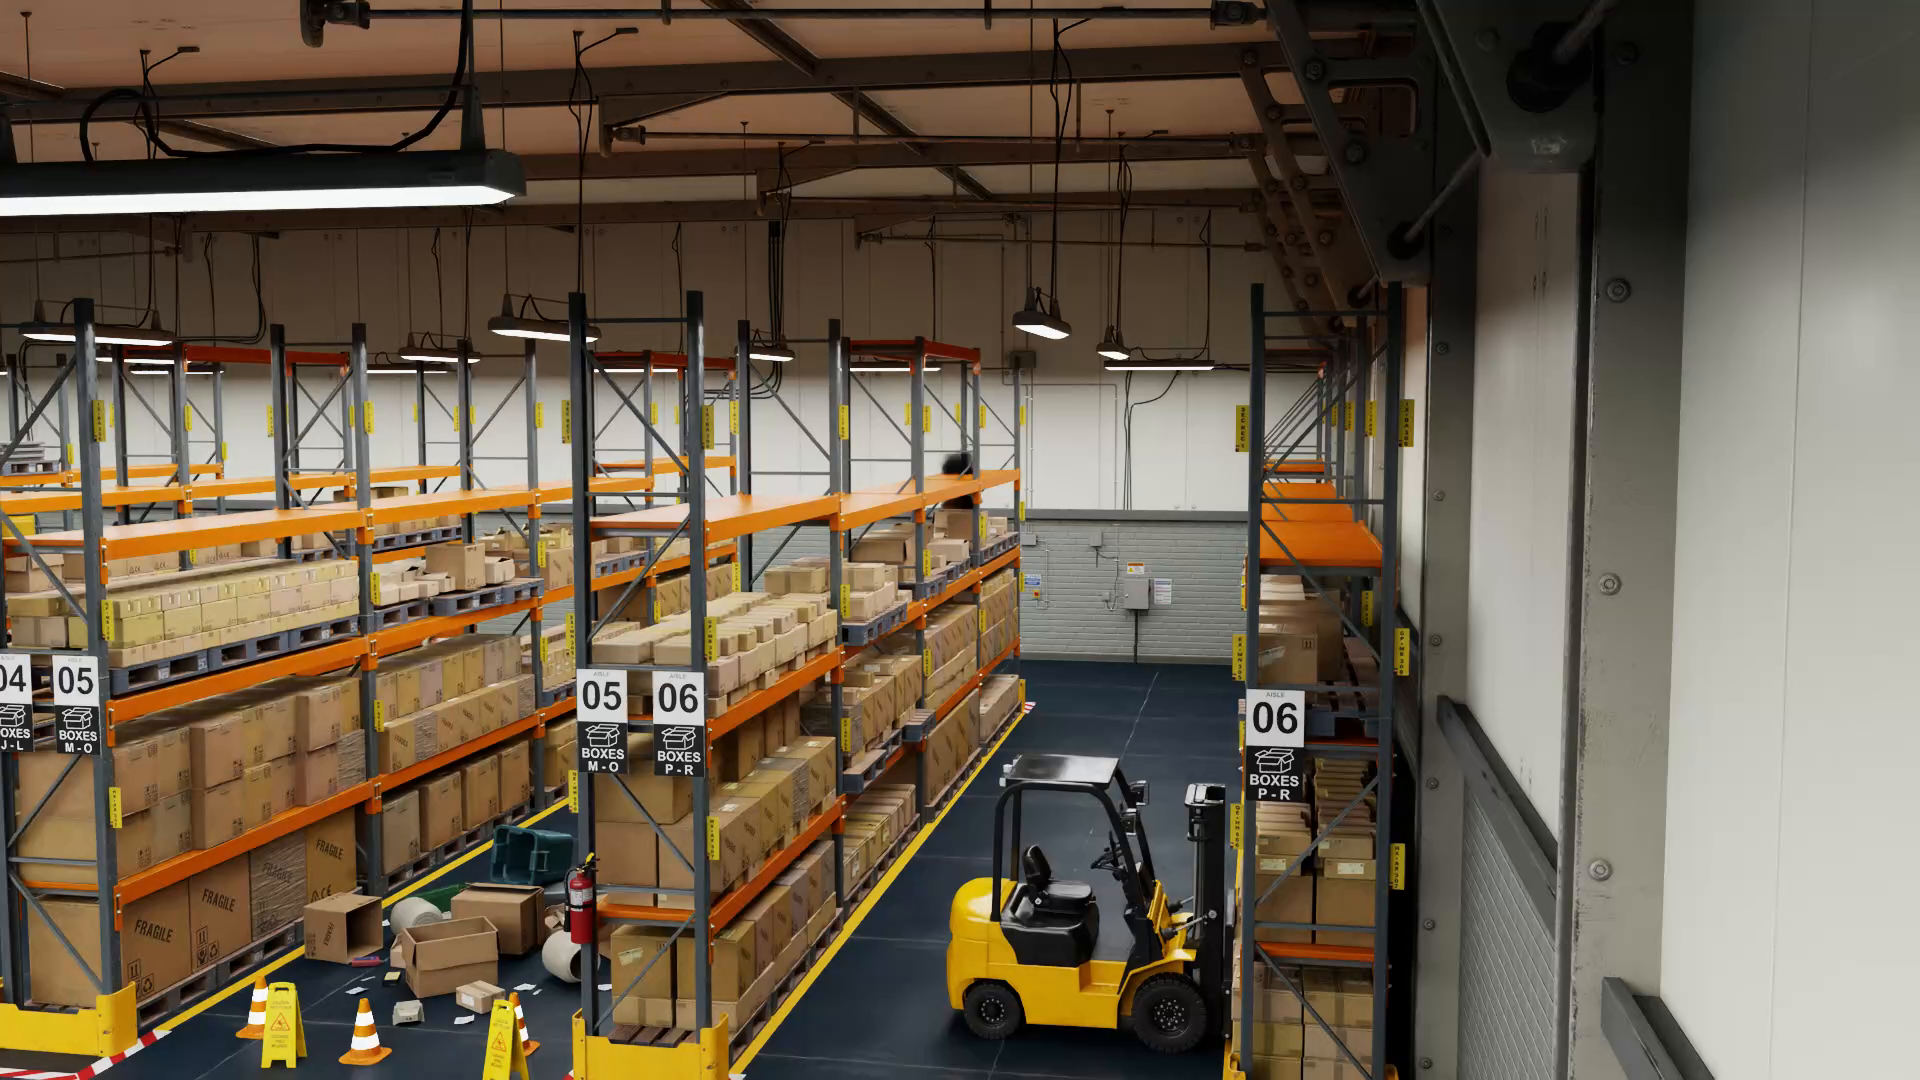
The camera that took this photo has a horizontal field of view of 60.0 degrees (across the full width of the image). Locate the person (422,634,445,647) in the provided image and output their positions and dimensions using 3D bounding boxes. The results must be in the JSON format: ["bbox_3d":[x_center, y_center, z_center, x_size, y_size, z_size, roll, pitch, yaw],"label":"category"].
[{"bbox_3d":[-8.231,2.179,26.191,0.623,1.813,1.134,1,5,8],"label":"person"}]
